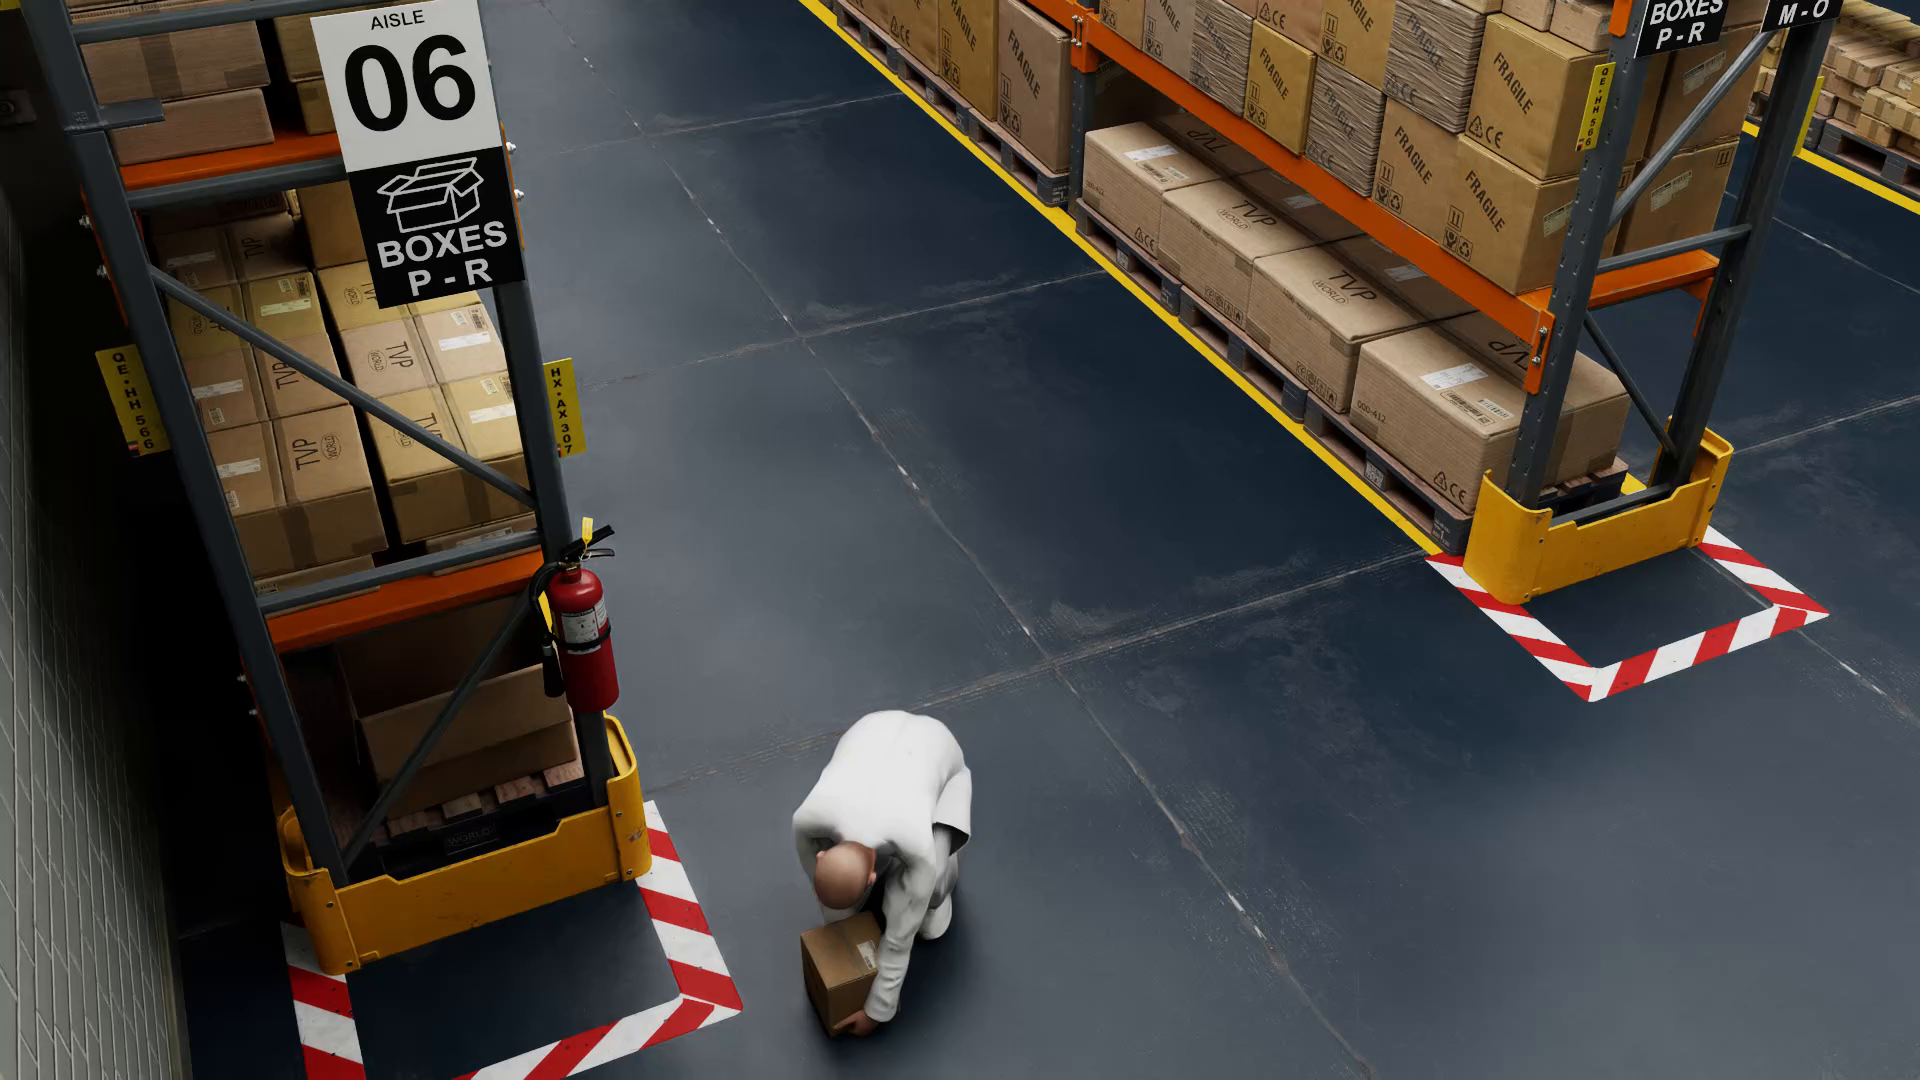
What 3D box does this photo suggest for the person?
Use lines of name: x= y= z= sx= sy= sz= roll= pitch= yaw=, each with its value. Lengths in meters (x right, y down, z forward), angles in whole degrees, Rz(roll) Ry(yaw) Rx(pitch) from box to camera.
person: x=-0.269 y=1.057 z=5.589 sx=0.577 sy=0.811 sz=0.958 roll=11 pitch=38 yaw=14
